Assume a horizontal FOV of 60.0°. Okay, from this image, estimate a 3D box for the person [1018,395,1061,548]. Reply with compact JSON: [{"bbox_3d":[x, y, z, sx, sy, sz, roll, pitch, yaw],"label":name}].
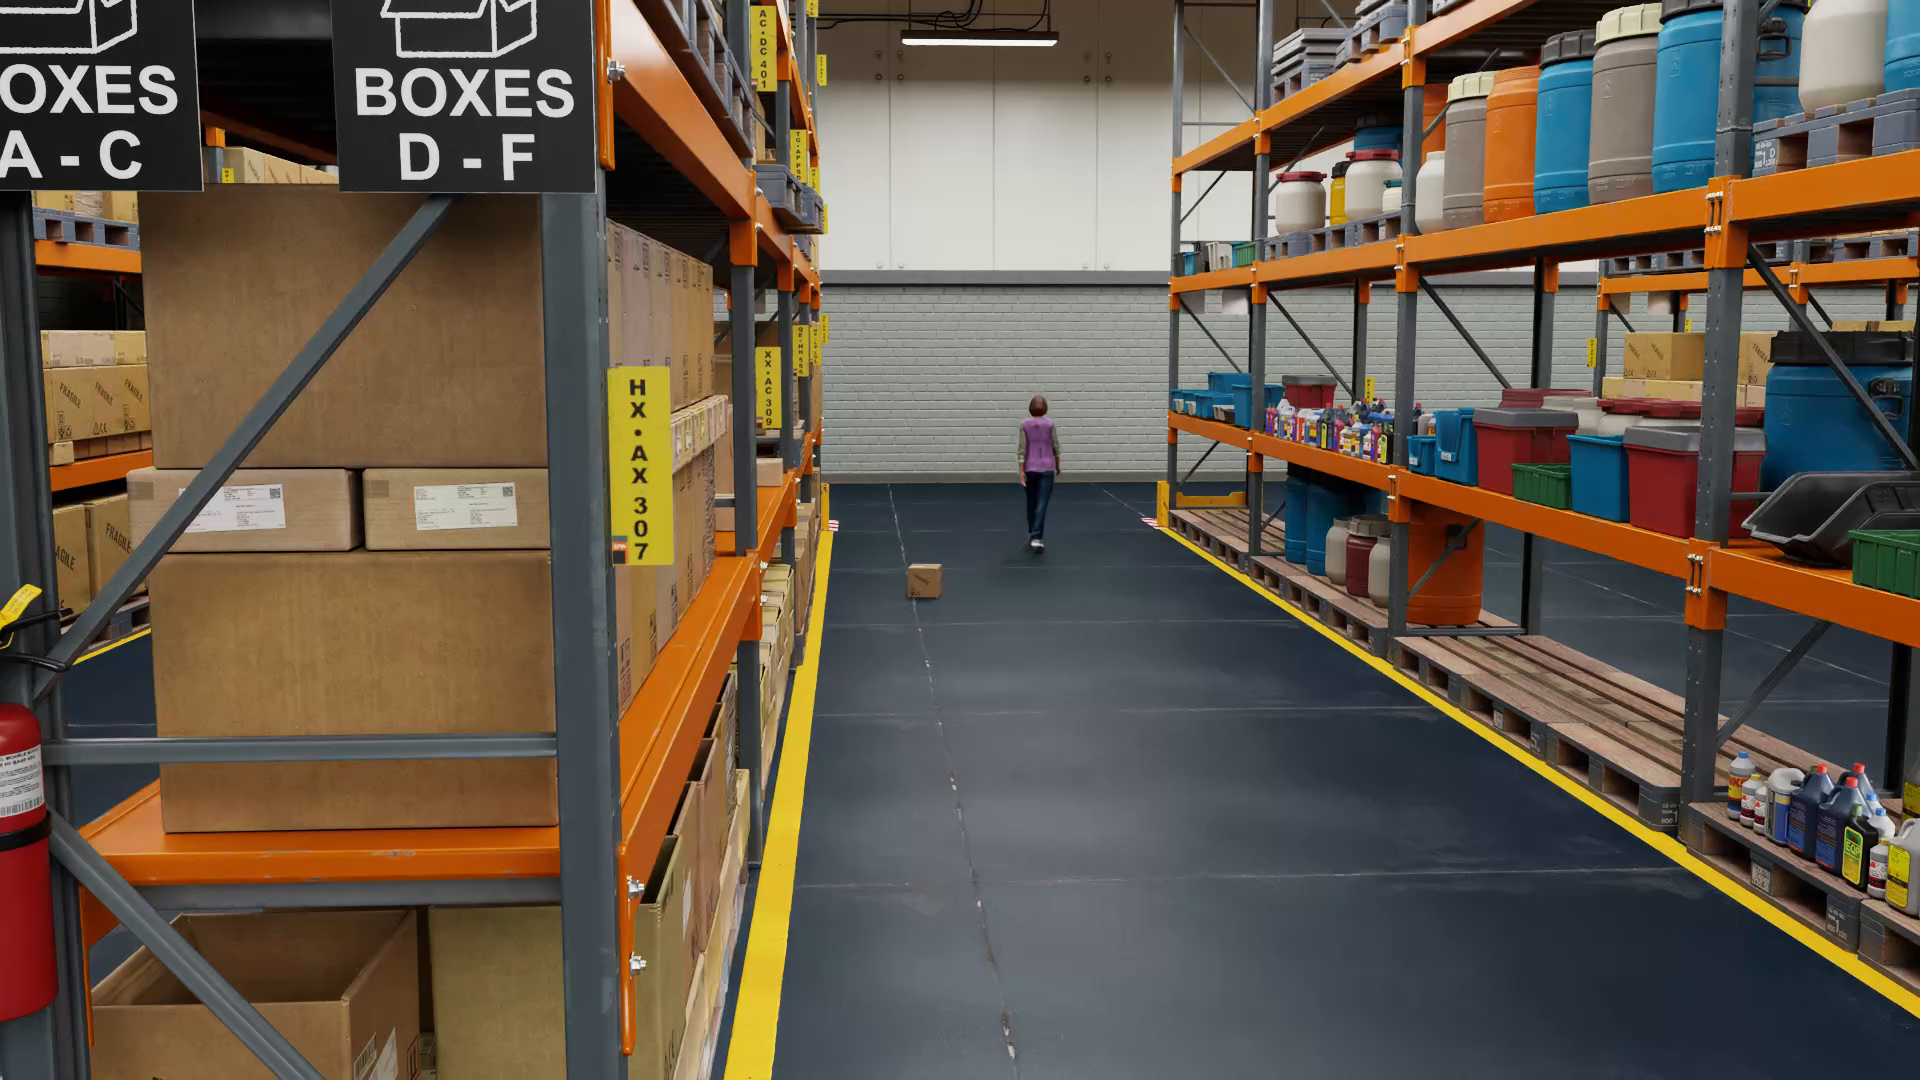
[{"bbox_3d":[0.821,-0.720,17.007,0.410,1.535,0.938,2,7,13],"label":"person"}]
